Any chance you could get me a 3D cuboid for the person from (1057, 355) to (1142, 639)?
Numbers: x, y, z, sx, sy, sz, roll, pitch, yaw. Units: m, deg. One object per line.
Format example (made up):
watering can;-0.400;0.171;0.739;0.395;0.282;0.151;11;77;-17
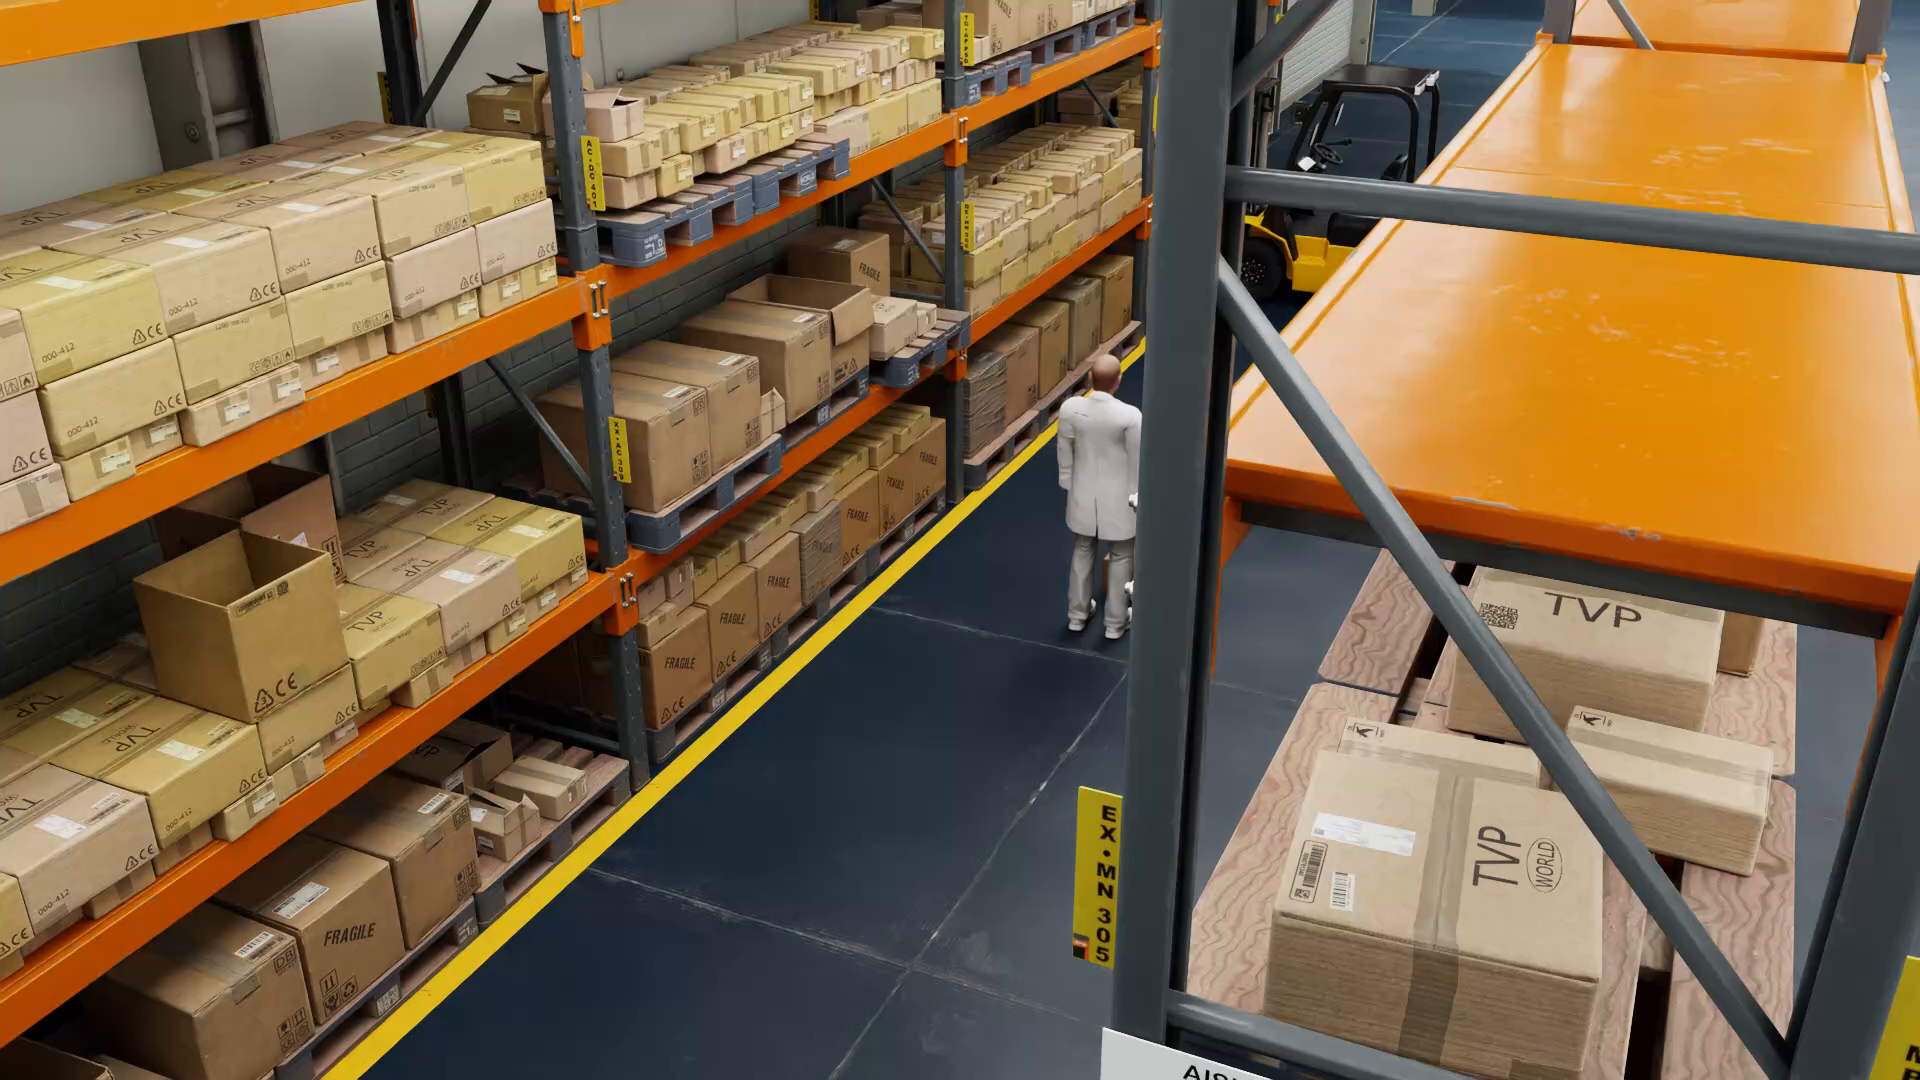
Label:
person;0.857;-0.275;10.043;0.564;1.770;0.377;12;28;23
